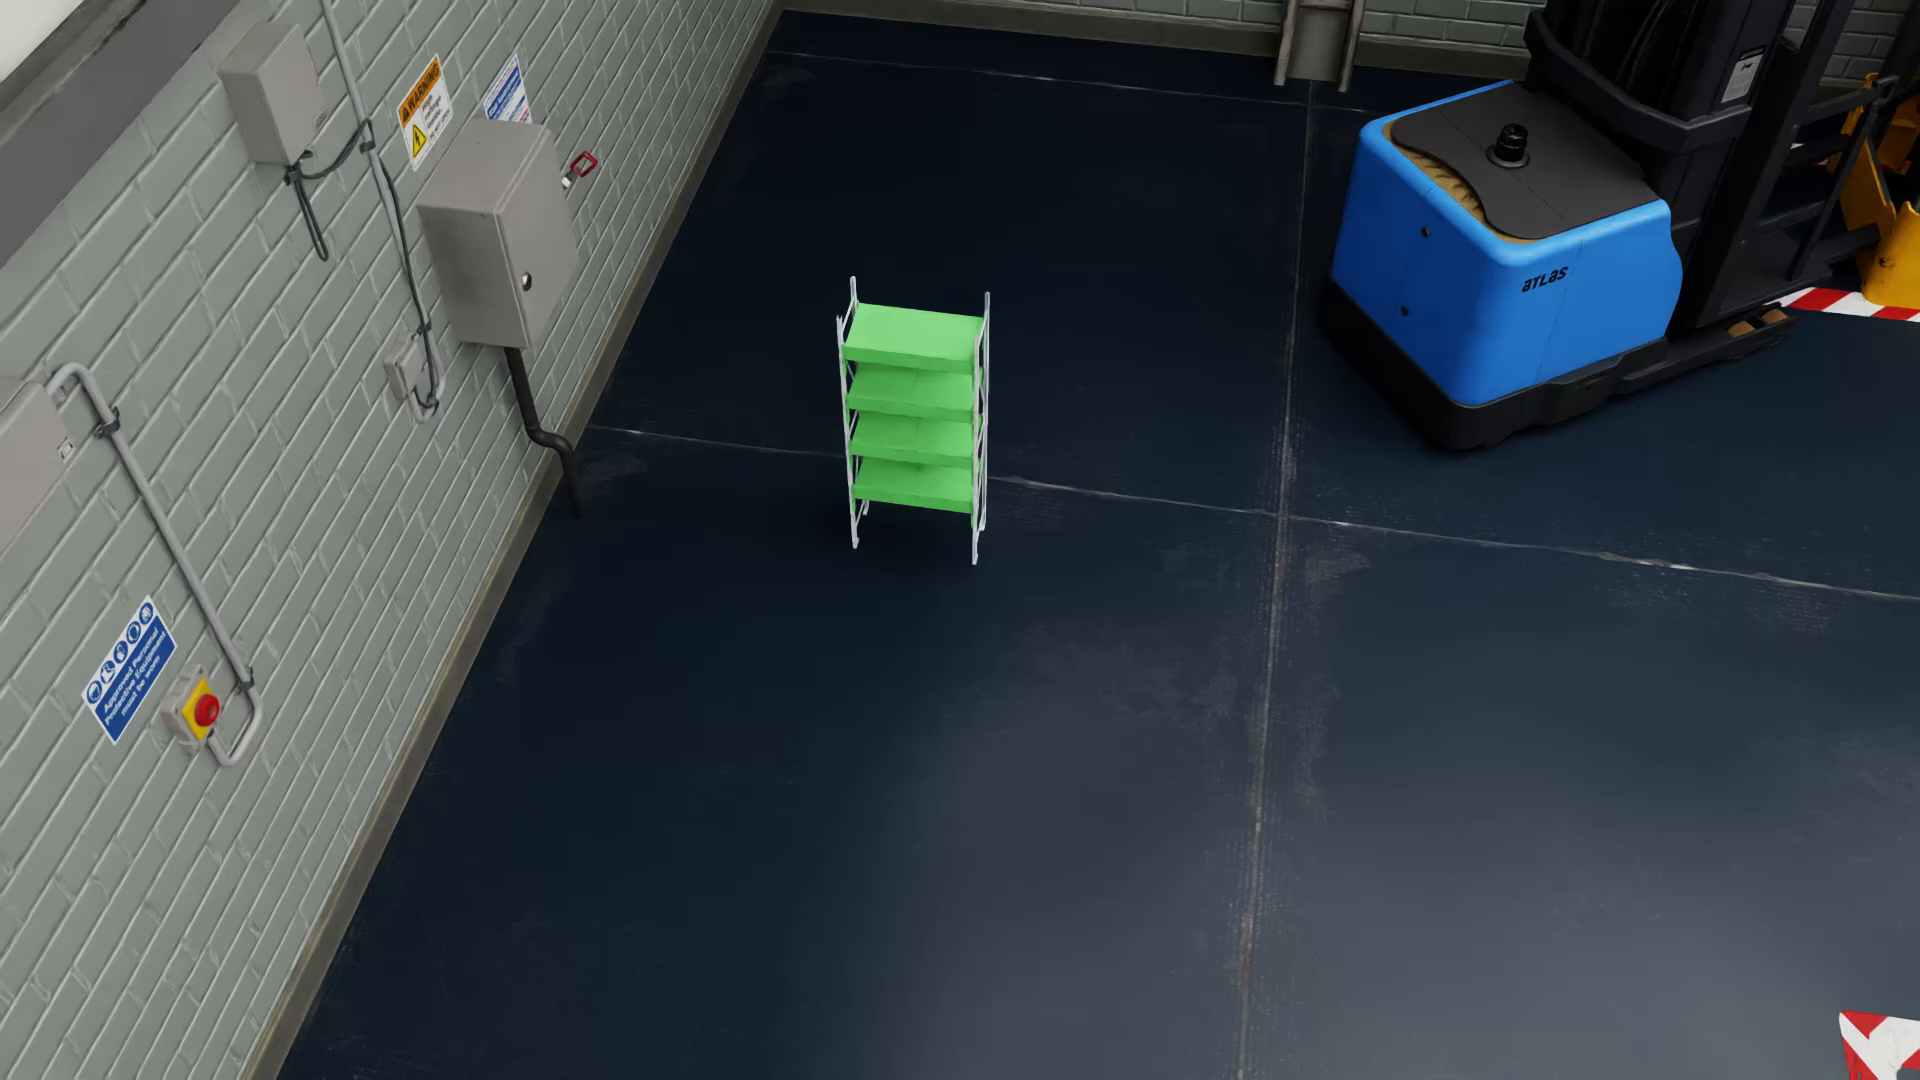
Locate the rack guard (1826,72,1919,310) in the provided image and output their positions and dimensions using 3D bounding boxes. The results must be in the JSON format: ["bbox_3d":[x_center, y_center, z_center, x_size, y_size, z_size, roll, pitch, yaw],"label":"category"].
[{"bbox_3d":[4.469,-1.667,7.884,0.348,0.500,1.175,8,49,7],"label":"rack guard"}]

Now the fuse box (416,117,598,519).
[{"bbox_3d":[-1.521,-0.695,6.196,0.414,1.711,0.539,8,49,7],"label":"fuse box"}]

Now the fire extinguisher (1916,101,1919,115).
[{"bbox_3d":[4.167,-2.043,6.844,0.183,0.674,0.296,8,49,7],"label":"fire extinguisher"}]

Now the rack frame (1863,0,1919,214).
[{"bbox_3d":[4.394,-2.513,6.963,0.127,3.000,1.000,8,49,7],"label":"rack frame"}]

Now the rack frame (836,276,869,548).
[{"bbox_3d":[-0.403,-0.455,6.324,0.015,1.200,0.240,8,49,7],"label":"rack frame"}]

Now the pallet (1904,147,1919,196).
[{"bbox_3d":[5.254,-1.466,7.897,1.213,0.211,1.003,8,49,7],"label":"pallet"}]

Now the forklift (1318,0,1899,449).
[{"bbox_3d":[3.180,-2.125,6.661,3.031,2.935,1.130,-20,51,-17],"label":"forklift"}]

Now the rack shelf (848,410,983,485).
[{"bbox_3d":[-0.163,-0.380,6.343,0.480,0.148,0.258,8,49,7],"label":"rack shelf"}]

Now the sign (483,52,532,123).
[{"bbox_3d":[-1.637,-1.483,6.102,0.001,0.494,0.329,8,49,7],"label":"sign"}]

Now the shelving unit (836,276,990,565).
[{"bbox_3d":[-0.163,-0.423,6.295,0.503,1.200,0.258,8,49,7],"label":"shelving unit"}]

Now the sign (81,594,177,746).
[{"bbox_3d":[-2.107,0.329,4.228,0.001,0.218,0.327,8,49,7],"label":"sign"}]

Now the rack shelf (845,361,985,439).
[{"bbox_3d":[-0.163,-0.541,6.164,0.480,0.148,0.258,8,49,7],"label":"rack shelf"}]

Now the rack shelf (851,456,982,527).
[{"bbox_3d":[-0.163,-0.220,6.521,0.480,0.148,0.258,8,49,7],"label":"rack shelf"}]

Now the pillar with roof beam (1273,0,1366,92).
[{"bbox_3d":[1.135,-2.383,2.813,0.400,9.000,9.100,8,49,7],"label":"pillar with roof beam"}]

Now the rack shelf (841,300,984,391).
[{"bbox_3d":[-0.163,-0.701,5.986,0.480,0.148,0.258,8,49,7],"label":"rack shelf"}]

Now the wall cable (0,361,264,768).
[{"bbox_3d":[-2.038,0.042,3.963,0.123,1.953,0.585,8,49,7],"label":"wall cable"}]

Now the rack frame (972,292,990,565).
[{"bbox_3d":[0.077,-0.391,6.266,0.015,1.200,0.240,8,49,7],"label":"rack frame"}]

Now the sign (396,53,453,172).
[{"bbox_3d":[-1.734,-1.389,5.398,0.001,0.242,0.339,8,49,7],"label":"sign"}]
